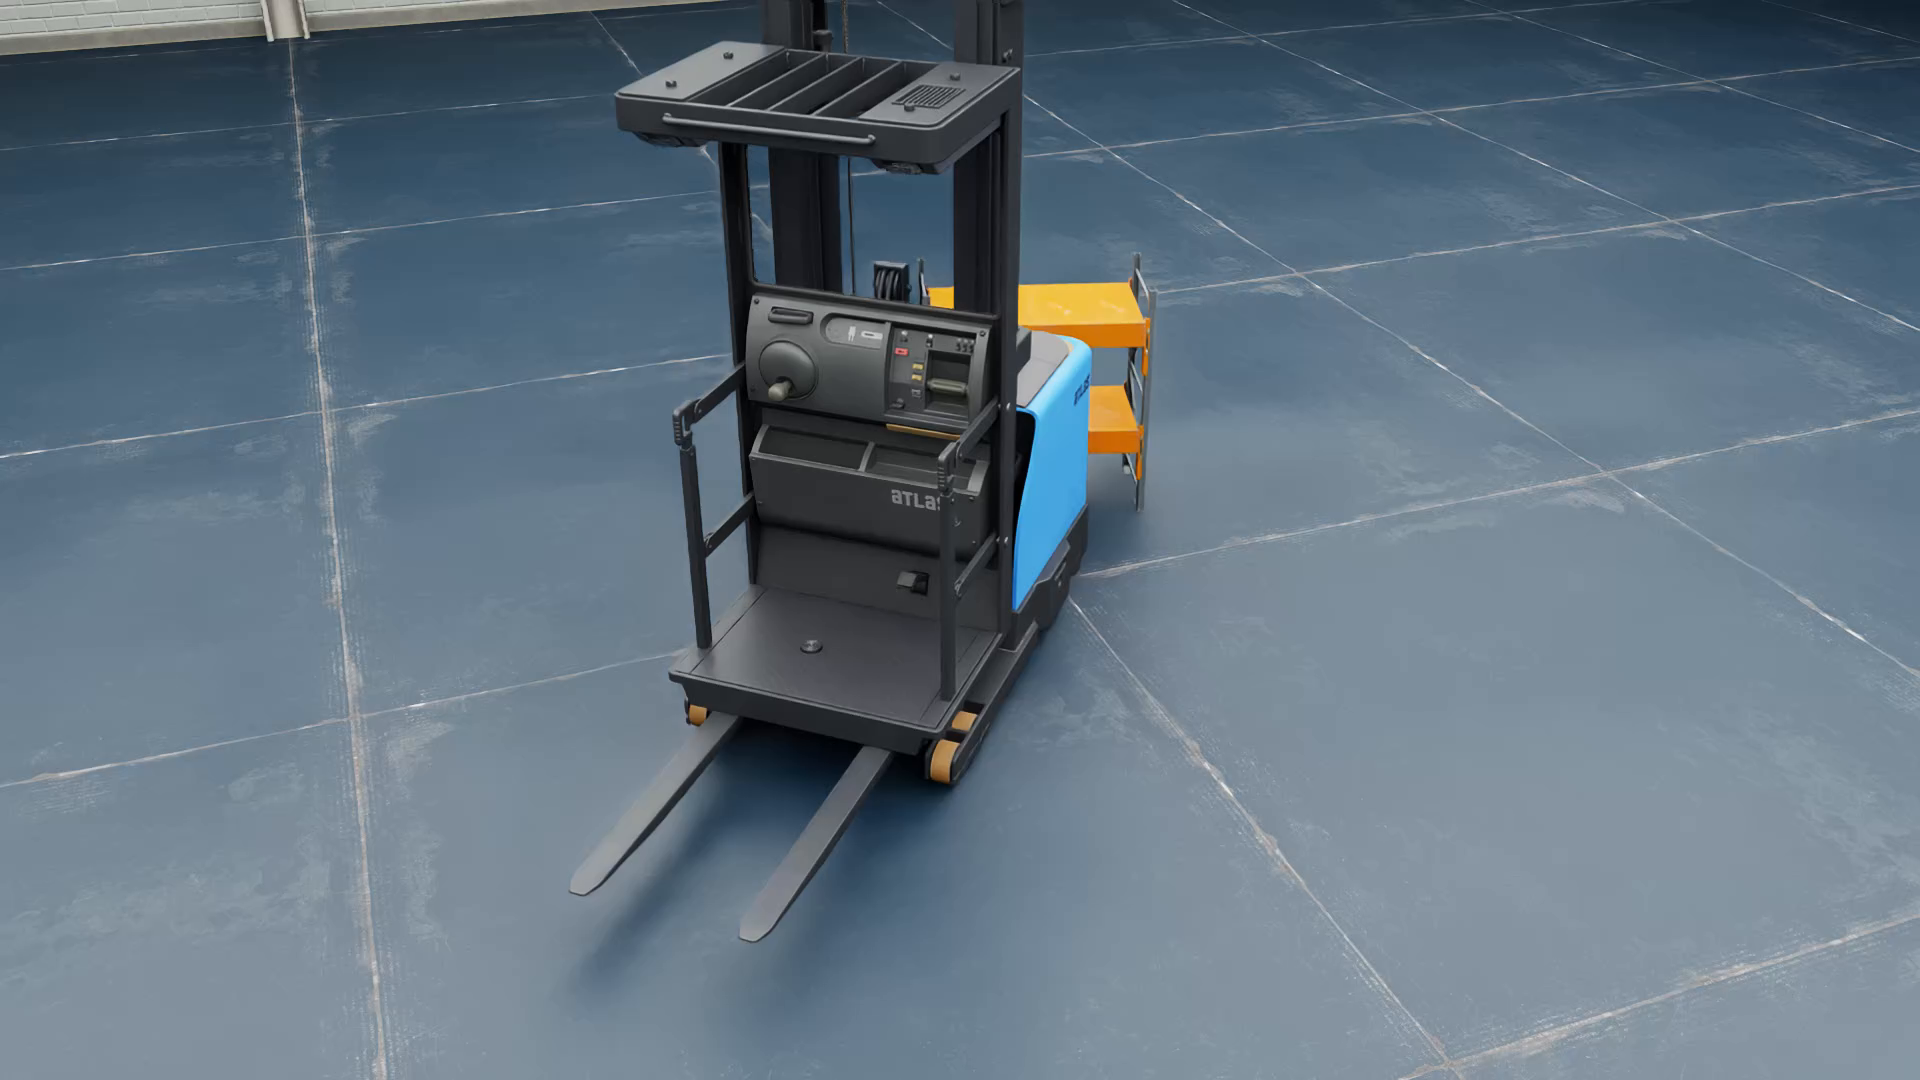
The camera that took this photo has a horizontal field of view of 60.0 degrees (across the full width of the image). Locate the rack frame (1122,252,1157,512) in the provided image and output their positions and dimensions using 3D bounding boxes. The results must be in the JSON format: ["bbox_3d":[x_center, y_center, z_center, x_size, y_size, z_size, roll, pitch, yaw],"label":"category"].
[{"bbox_3d":[0.851,-0.748,7.927,0.032,1.125,0.500,-2,30,-3],"label":"rack frame"}]

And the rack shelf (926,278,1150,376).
[{"bbox_3d":[0.343,-0.988,7.756,1.000,0.278,0.538,-2,30,-3],"label":"rack shelf"}]

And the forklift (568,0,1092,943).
[{"bbox_3d":[-0.415,-0.599,5.841,1.130,2.935,3.031,10,31,18],"label":"forklift"}]

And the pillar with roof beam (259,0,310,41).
[{"bbox_3d":[-5.180,-6.928,10.819,0.400,9.000,9.100,-10,31,-18],"label":"pillar with roof beam"}]

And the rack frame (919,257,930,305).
[{"bbox_3d":[-0.164,-0.718,7.874,0.032,1.125,0.500,-2,30,-3],"label":"rack frame"}]

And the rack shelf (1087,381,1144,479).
[{"bbox_3d":[0.343,-0.521,8.022,1.000,0.278,0.538,-2,30,-3],"label":"rack shelf"}]

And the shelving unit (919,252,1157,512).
[{"bbox_3d":[0.343,-0.733,7.901,1.048,1.125,0.538,-2,30,-3],"label":"shelving unit"}]
